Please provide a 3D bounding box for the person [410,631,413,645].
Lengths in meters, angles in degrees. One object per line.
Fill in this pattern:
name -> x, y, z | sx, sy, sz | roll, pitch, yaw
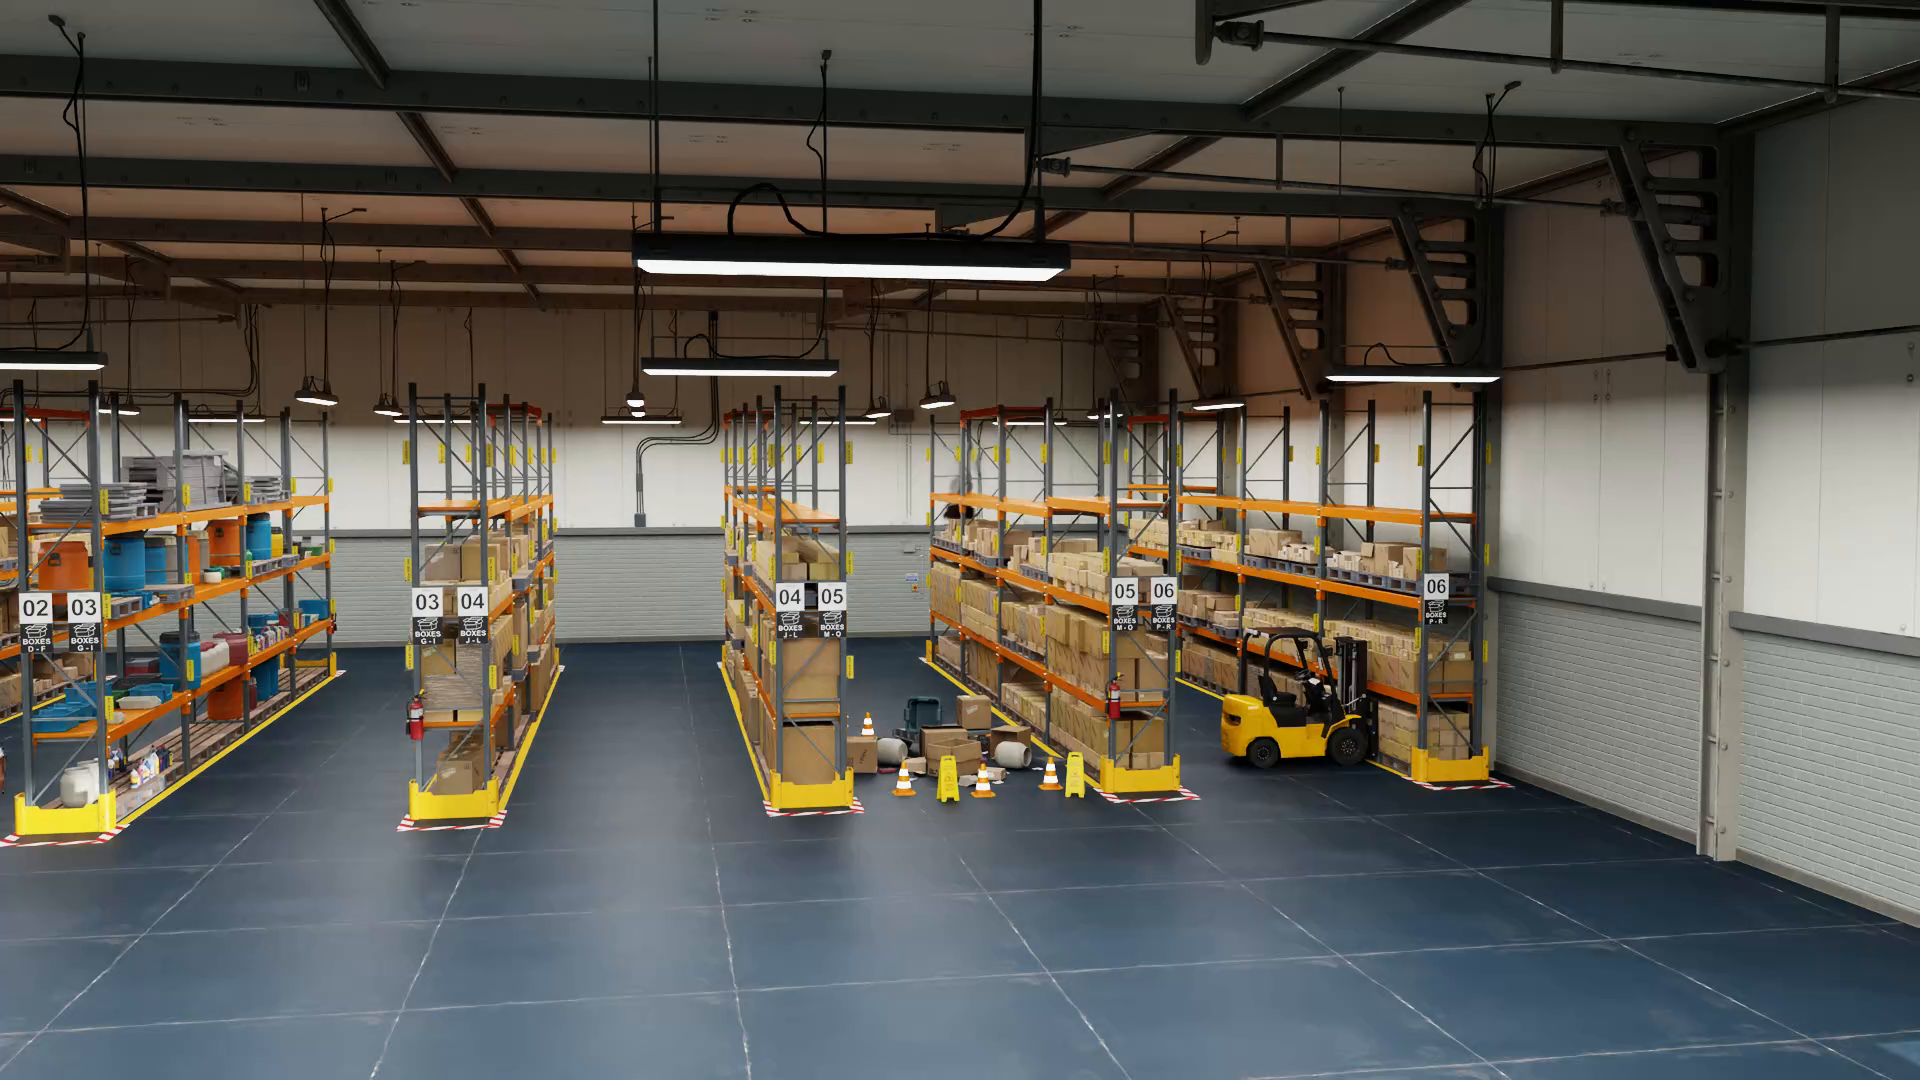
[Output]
person -> -11.256, 2.437, 35.166 | 0.694, 1.571, 0.891 | -1, 3, -26

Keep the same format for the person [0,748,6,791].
person -> -12.360, 3.088, 20.868 | 0.729, 1.703, 0.594 | -2, 4, -40
